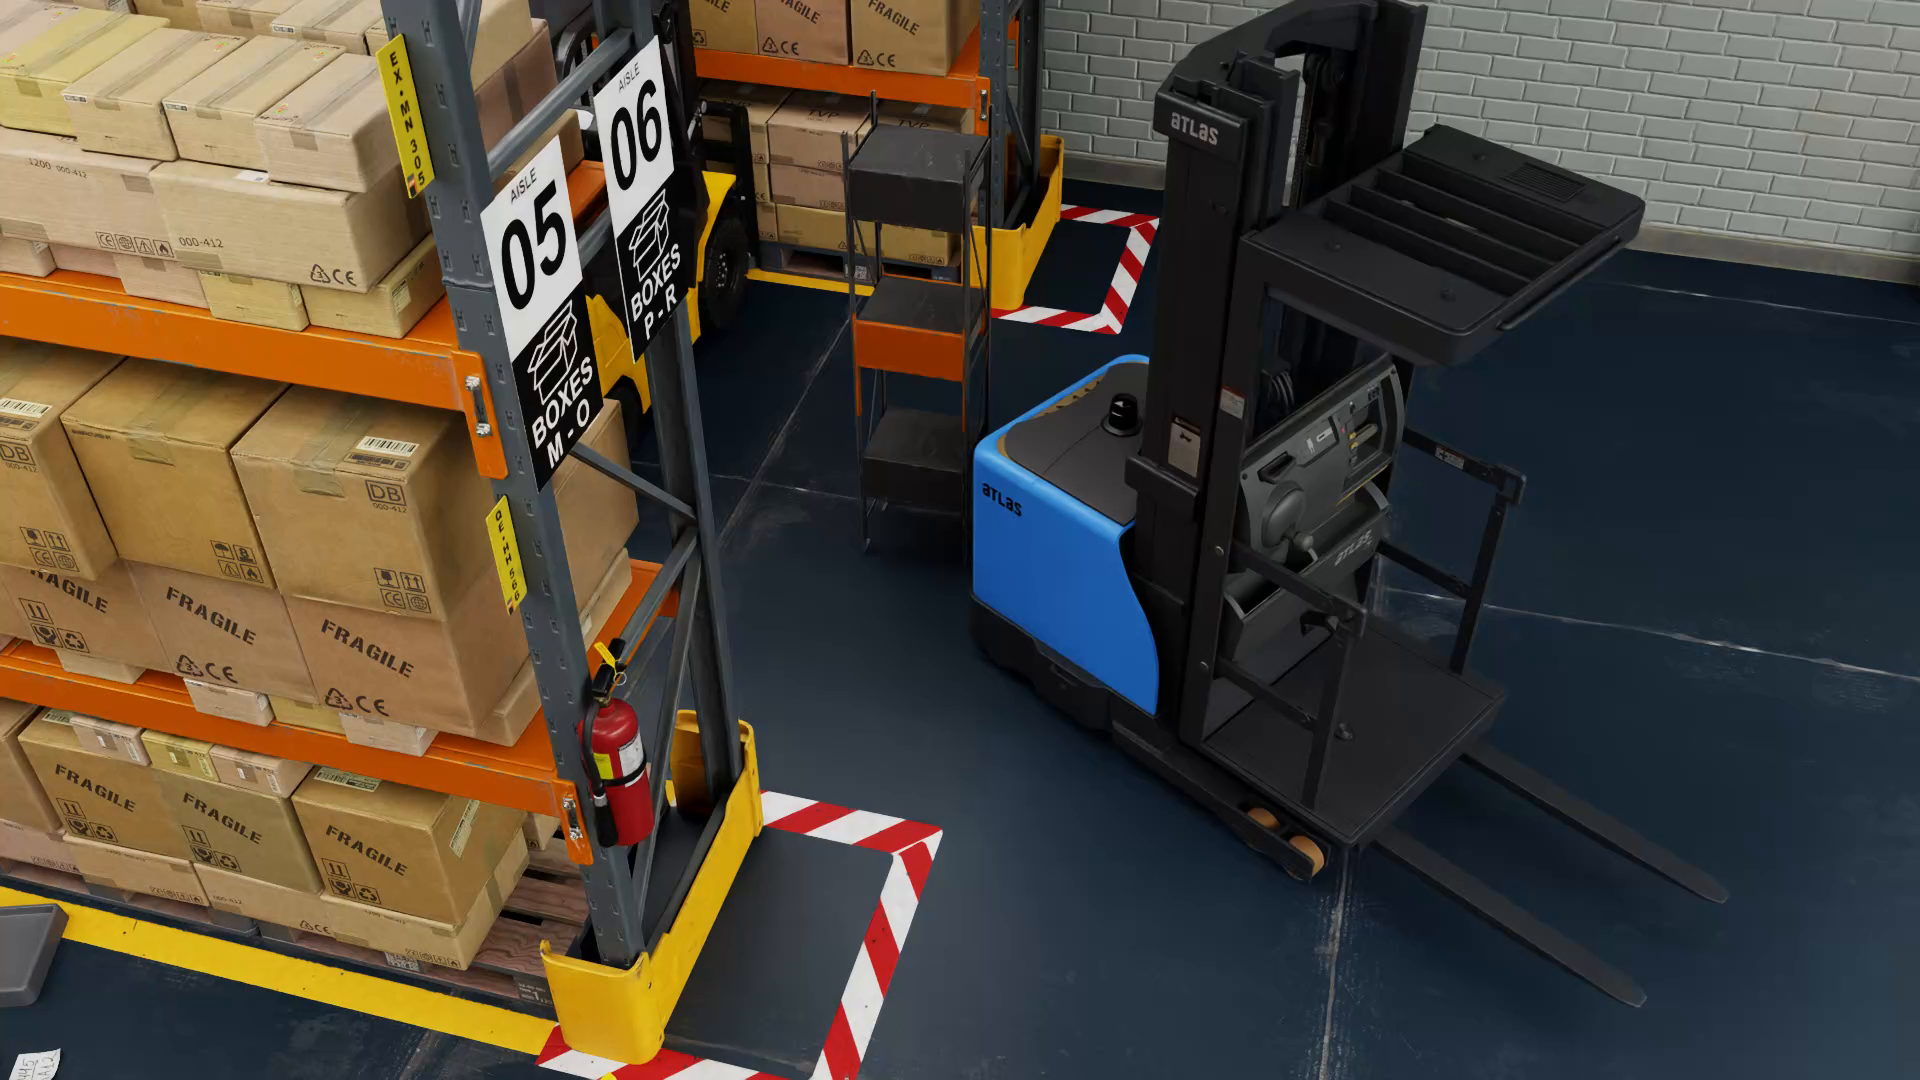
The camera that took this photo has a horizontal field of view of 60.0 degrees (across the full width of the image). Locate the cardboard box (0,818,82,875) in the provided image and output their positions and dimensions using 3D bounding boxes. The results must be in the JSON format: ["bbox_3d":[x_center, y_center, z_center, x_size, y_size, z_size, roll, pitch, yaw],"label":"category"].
[{"bbox_3d":[-3.325,0.927,6.150,0.500,0.250,0.500,9,41,11],"label":"cardboard box"}]

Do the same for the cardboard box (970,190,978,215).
[{"bbox_3d":[-0.137,-2.130,9.790,0.500,0.250,0.500,10,41,12],"label":"cardboard box"}]

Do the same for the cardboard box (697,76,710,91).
[{"bbox_3d":[-1.711,-2.440,9.382,0.500,0.250,0.500,9,41,11],"label":"cardboard box"}]

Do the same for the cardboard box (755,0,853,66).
[{"bbox_3d":[-0.756,-2.868,8.779,0.500,0.500,0.500,11,41,13],"label":"cardboard box"}]

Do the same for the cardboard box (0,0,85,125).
[{"bbox_3d":[-2.353,-1.182,4.093,0.250,0.149,0.380,10,41,11],"label":"cardboard box"}]

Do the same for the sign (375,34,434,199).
[{"bbox_3d":[-1.156,-0.881,3.470,0.005,0.325,0.100,10,41,11],"label":"sign"}]

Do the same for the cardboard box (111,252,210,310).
[{"bbox_3d":[-1.907,-0.759,4.209,0.250,0.149,0.380,11,41,13],"label":"cardboard box"}]

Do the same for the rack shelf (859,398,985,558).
[{"bbox_3d":[-0.160,-0.285,7.591,0.480,0.518,0.431,10,41,11],"label":"rack shelf"}]

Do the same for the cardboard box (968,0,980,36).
[{"bbox_3d":[-0.120,-3.112,9.070,0.500,0.500,0.500,11,41,13],"label":"cardboard box"}]

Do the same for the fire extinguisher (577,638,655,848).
[{"bbox_3d":[-1.002,0.600,4.787,0.183,0.674,0.296,10,41,11],"label":"fire extinguisher"}]

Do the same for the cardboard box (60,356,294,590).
[{"bbox_3d":[-2.030,-0.308,4.722,0.500,0.500,0.700,10,41,12],"label":"cardboard box"}]

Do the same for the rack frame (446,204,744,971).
[{"bbox_3d":[-0.993,0.266,5.126,0.127,3.000,1.000,10,41,11],"label":"rack frame"}]

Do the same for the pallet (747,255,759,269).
[{"bbox_3d":[-1.638,-2.056,10.059,1.213,0.211,1.003,10,41,11],"label":"pallet"}]

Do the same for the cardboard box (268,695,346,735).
[{"bbox_3d":[-1.925,0.403,5.157,0.250,0.149,0.380,9,41,11],"label":"cardboard box"}]

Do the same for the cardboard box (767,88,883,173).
[{"bbox_3d":[-0.734,-2.274,9.183,0.500,0.250,0.500,10,41,12],"label":"cardboard box"}]

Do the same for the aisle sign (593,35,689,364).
[{"bbox_3d":[-0.853,-0.912,4.507,0.004,0.787,0.394,10,41,11],"label":"aisle sign"}]

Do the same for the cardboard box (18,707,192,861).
[{"bbox_3d":[-2.825,0.726,5.806,0.500,0.500,0.500,9,41,10],"label":"cardboard box"}]

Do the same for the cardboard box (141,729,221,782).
[{"bbox_3d":[-2.448,0.588,5.466,0.250,0.149,0.380,10,41,12],"label":"cardboard box"}]

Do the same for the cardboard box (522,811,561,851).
[{"bbox_3d":[-1.701,0.852,6.240,0.500,0.250,0.500,9,41,11],"label":"cardboard box"}]

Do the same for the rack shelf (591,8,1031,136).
[{"bbox_3d":[-1.646,-2.876,9.426,4.000,0.370,1.077,10,41,11],"label":"rack shelf"}]

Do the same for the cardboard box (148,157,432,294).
[{"bbox_3d":[-1.557,-0.857,4.016,0.500,0.250,0.500,9,41,11],"label":"cardboard box"}]

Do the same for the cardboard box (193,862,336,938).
[{"bbox_3d":[-2.342,1.099,5.945,0.500,0.250,0.500,10,41,12],"label":"cardboard box"}]

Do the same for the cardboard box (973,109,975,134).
[{"bbox_3d":[-0.129,-2.507,9.461,0.500,0.250,0.500,9,41,11],"label":"cardboard box"}]

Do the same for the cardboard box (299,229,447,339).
[{"bbox_3d":[-1.410,-0.672,4.106,0.250,0.149,0.380,10,41,12],"label":"cardboard box"}]

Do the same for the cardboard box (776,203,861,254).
[{"bbox_3d":[-0.727,-1.897,9.513,0.500,0.250,0.500,10,41,11],"label":"cardboard box"}]

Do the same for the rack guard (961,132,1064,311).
[{"bbox_3d":[0.310,-1.858,9.598,0.348,0.500,1.175,10,41,11],"label":"rack guard"}]

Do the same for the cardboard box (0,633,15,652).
[{"bbox_3d":[-3.152,0.191,5.410,0.250,0.149,0.380,10,41,11],"label":"cardboard box"}]

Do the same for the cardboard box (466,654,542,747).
[{"bbox_3d":[-1.410,0.432,5.123,0.250,0.149,0.380,11,41,13],"label":"cardboard box"}]

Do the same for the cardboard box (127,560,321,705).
[{"bbox_3d":[-2.071,0.108,5.004,0.500,0.500,0.500,10,41,12],"label":"cardboard box"}]

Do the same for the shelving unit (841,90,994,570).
[{"bbox_3d":[-0.160,-0.832,7.132,0.503,2.100,0.431,10,41,11],"label":"shelving unit"}]

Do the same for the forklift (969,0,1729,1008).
[{"bbox_3d":[1.436,-0.226,5.765,3.031,2.935,1.130,33,50,33],"label":"forklift"}]

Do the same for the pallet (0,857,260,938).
[{"bbox_3d":[-3.017,0.960,6.468,1.213,0.211,1.003,10,41,11],"label":"pallet"}]

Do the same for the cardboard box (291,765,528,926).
[{"bbox_3d":[-1.834,0.899,5.600,0.500,0.500,0.500,10,41,12],"label":"cardboard box"}]

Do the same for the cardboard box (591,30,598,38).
[{"bbox_3d":[-1.739,-3.030,8.972,0.500,0.500,0.500,10,41,12],"label":"cardboard box"}]

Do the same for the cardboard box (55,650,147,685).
[{"bbox_3d":[-2.663,0.263,5.324,0.250,0.149,0.380,9,41,11],"label":"cardboard box"}]

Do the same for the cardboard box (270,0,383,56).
[{"bbox_3d":[-1.531,-1.310,4.245,0.250,0.149,0.380,10,41,11],"label":"cardboard box"}]

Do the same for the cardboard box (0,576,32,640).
[{"bbox_3d":[-3.038,-0.073,5.220,0.500,0.500,0.500,10,41,12],"label":"cardboard box"}]

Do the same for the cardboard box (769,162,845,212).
[{"bbox_3d":[-0.746,-2.095,9.359,0.500,0.250,0.500,9,41,11],"label":"cardboard box"}]

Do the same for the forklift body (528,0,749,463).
[{"bbox_3d":[-2.017,-1.676,8.097,1.214,2.155,2.313,10,41,11],"label":"forklift body"}]

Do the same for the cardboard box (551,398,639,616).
[{"bbox_3d":[-1.379,-0.138,5.297,0.500,0.500,0.500,9,41,11],"label":"cardboard box"}]

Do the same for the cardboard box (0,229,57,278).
[{"bbox_3d":[-2.387,-0.854,4.322,0.250,0.149,0.380,9,41,11],"label":"cardboard box"}]

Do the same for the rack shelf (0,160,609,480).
[{"bbox_3d":[-2.925,-0.940,4.789,4.000,0.370,1.077,10,41,11],"label":"rack shelf"}]

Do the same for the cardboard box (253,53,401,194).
[{"bbox_3d":[-1.396,-0.965,3.834,0.250,0.149,0.380,10,41,12],"label":"cardboard box"}]

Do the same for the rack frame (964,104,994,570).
[{"bbox_3d":[0.076,-0.791,7.084,0.015,2.100,0.400,10,41,11],"label":"rack frame"}]

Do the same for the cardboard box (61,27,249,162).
[{"bbox_3d":[-1.887,-1.063,3.951,0.250,0.149,0.380,9,41,11],"label":"cardboard box"}]

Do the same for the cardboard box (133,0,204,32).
[{"bbox_3d":[-1.980,-1.478,4.445,0.250,0.149,0.380,10,41,11],"label":"cardboard box"}]
